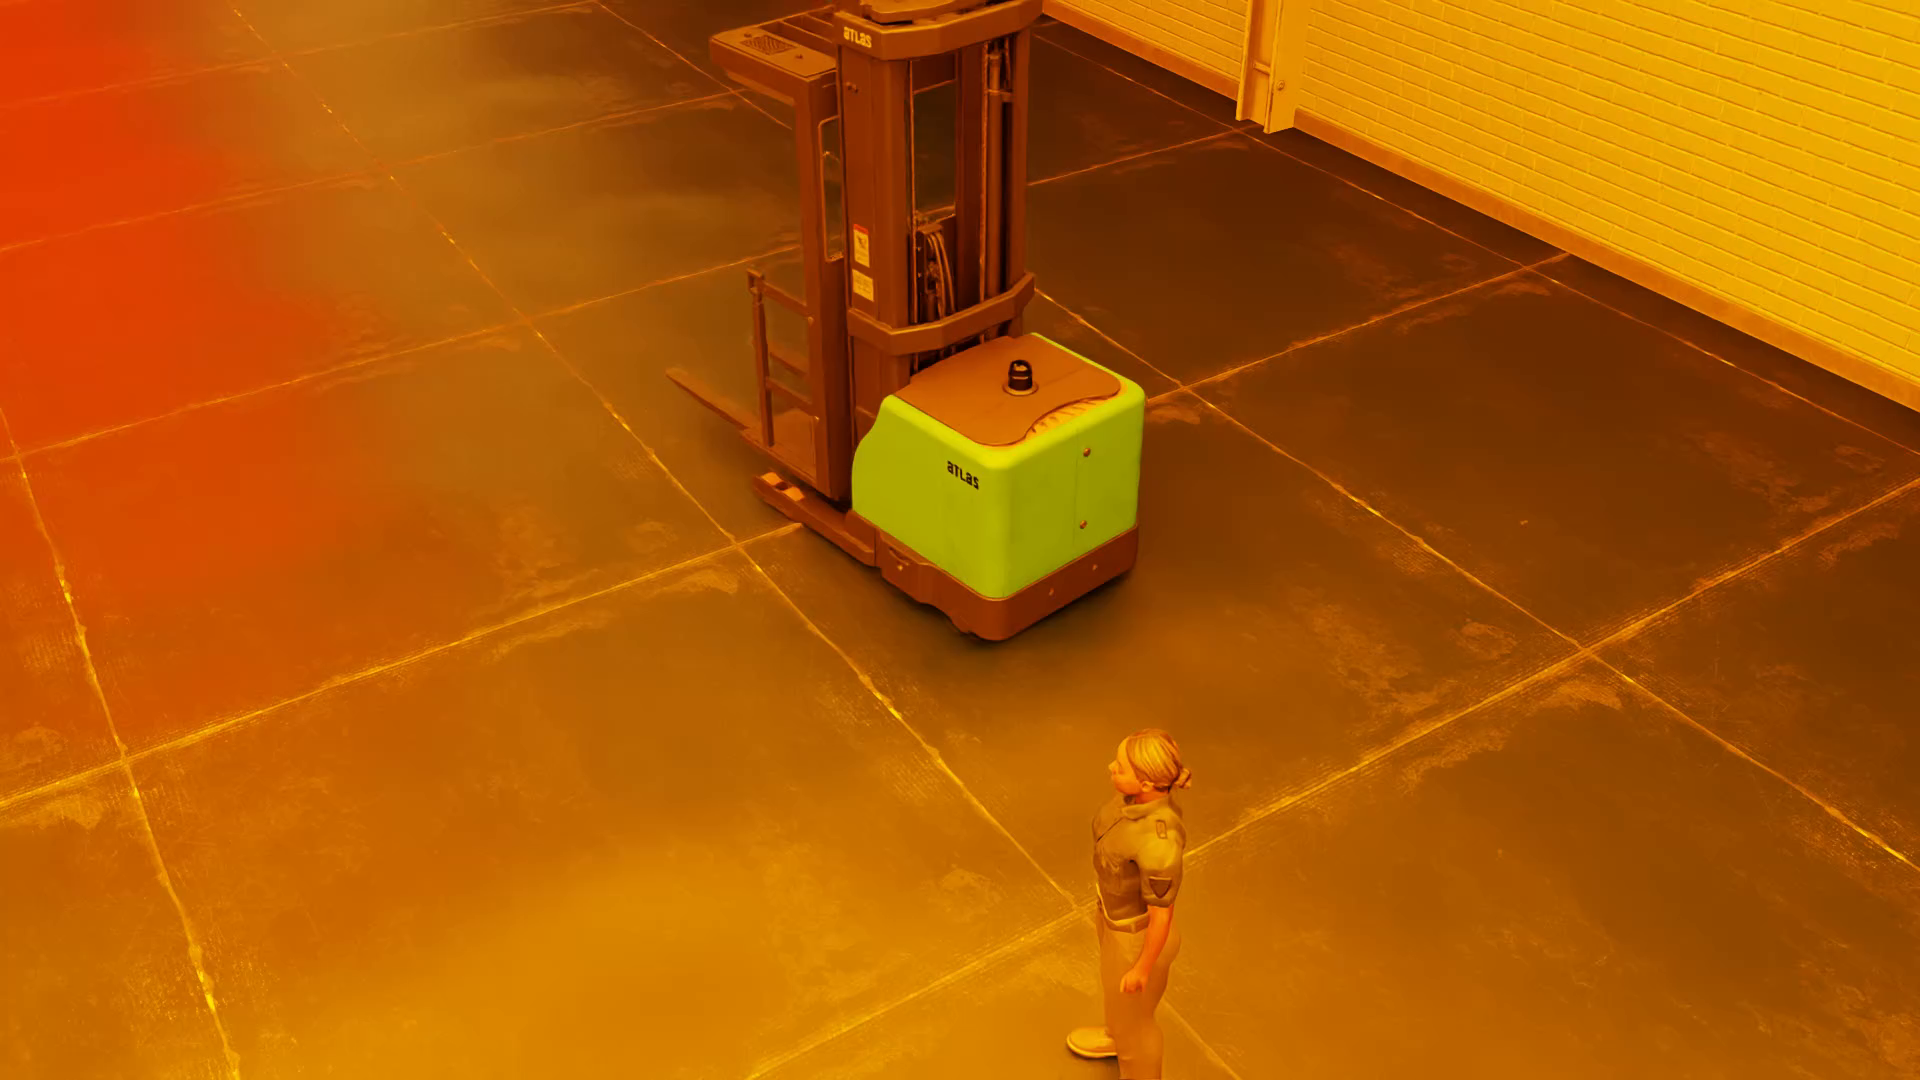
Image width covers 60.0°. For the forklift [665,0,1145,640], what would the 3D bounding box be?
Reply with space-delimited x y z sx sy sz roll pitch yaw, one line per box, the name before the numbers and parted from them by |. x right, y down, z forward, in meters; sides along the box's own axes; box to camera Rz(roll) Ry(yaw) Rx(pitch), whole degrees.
forklift | -0.466 -1.486 8.262 1.130 2.935 3.031 -27 43 -33

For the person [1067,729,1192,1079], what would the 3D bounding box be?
person | 0.555 1.260 5.462 0.325 1.662 0.448 0 35 0
